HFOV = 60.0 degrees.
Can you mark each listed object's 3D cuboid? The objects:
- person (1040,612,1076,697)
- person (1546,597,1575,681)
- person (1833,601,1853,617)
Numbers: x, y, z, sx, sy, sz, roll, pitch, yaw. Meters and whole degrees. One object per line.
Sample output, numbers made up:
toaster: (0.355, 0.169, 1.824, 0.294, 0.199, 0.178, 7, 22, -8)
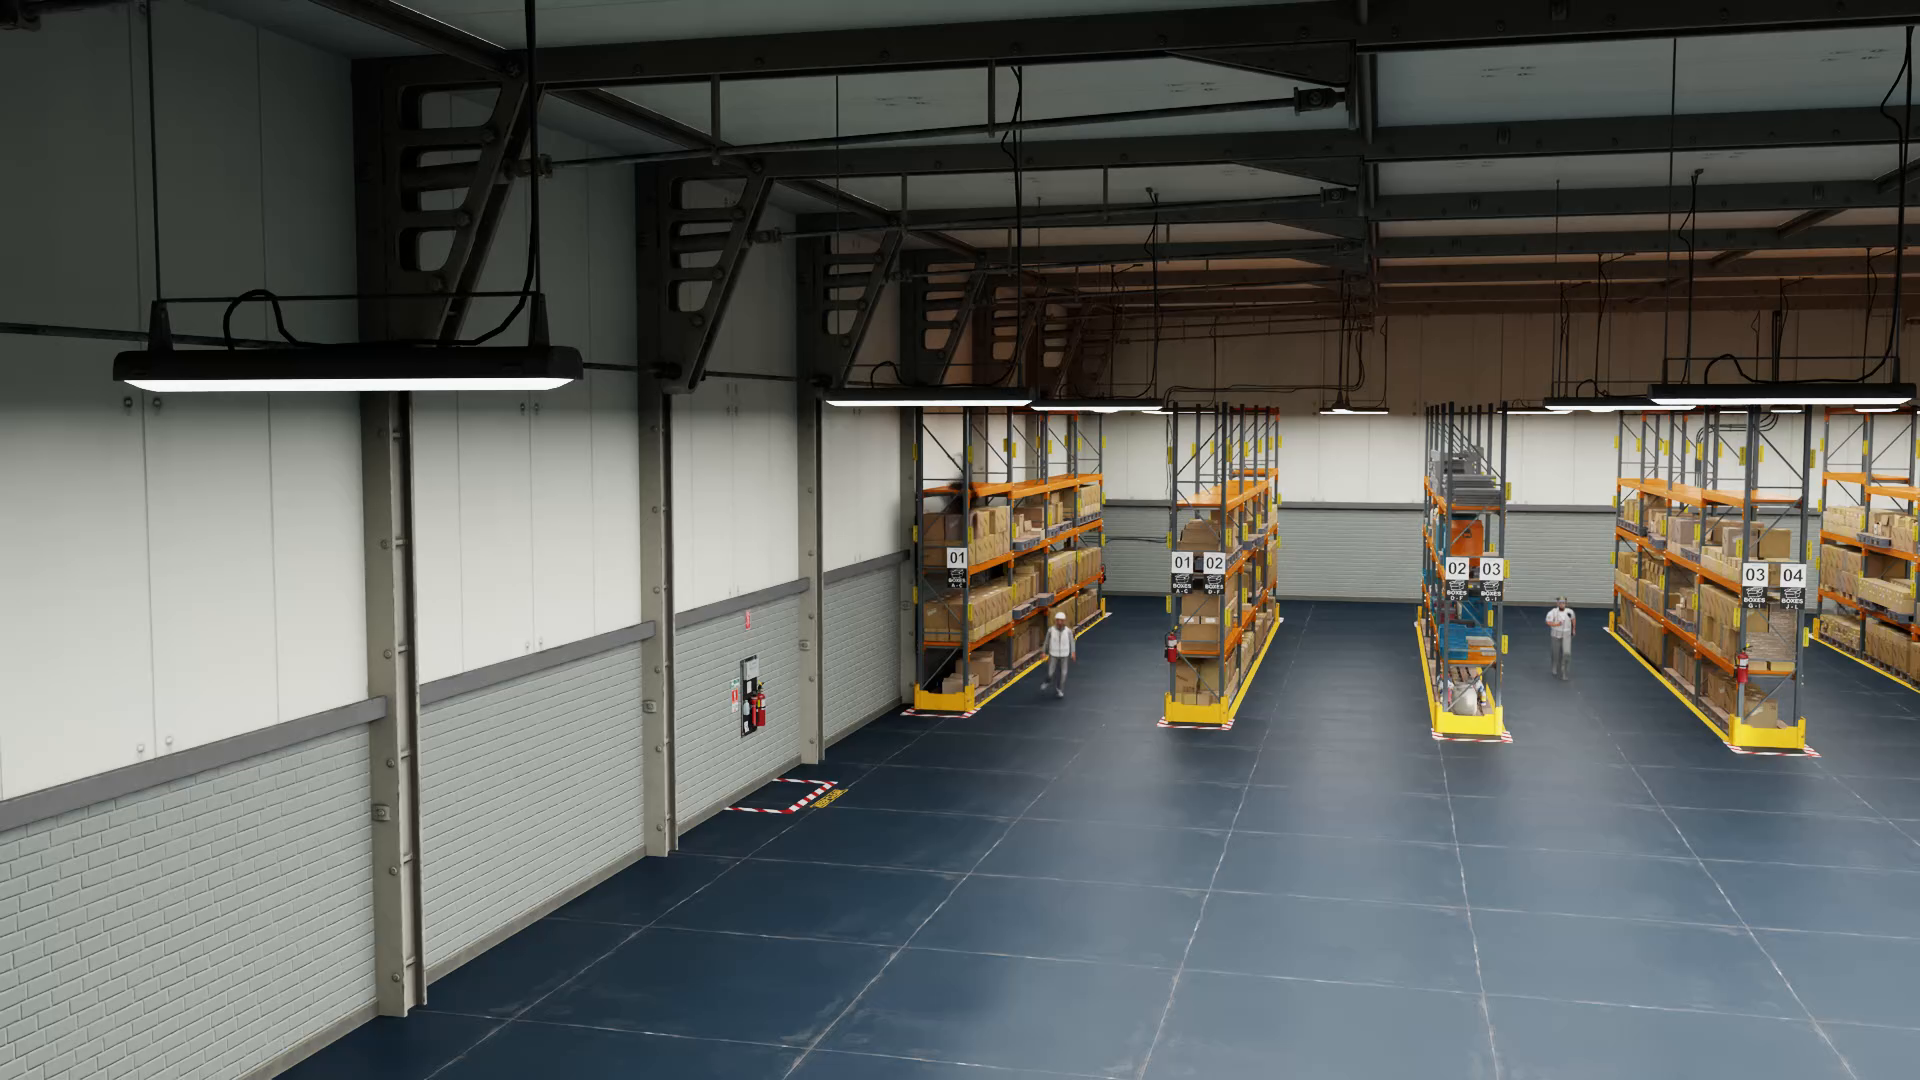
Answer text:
person: (2.007, 2.338, 34.083, 0.697, 1.734, 0.666, 0, 4, -2)
person: (13.187, 2.141, 36.518, 0.639, 1.839, 0.887, 1, 4, 12)
person: (23.597, 1.590, 44.405, 0.872, 1.673, 0.617, -1, 4, -8)
